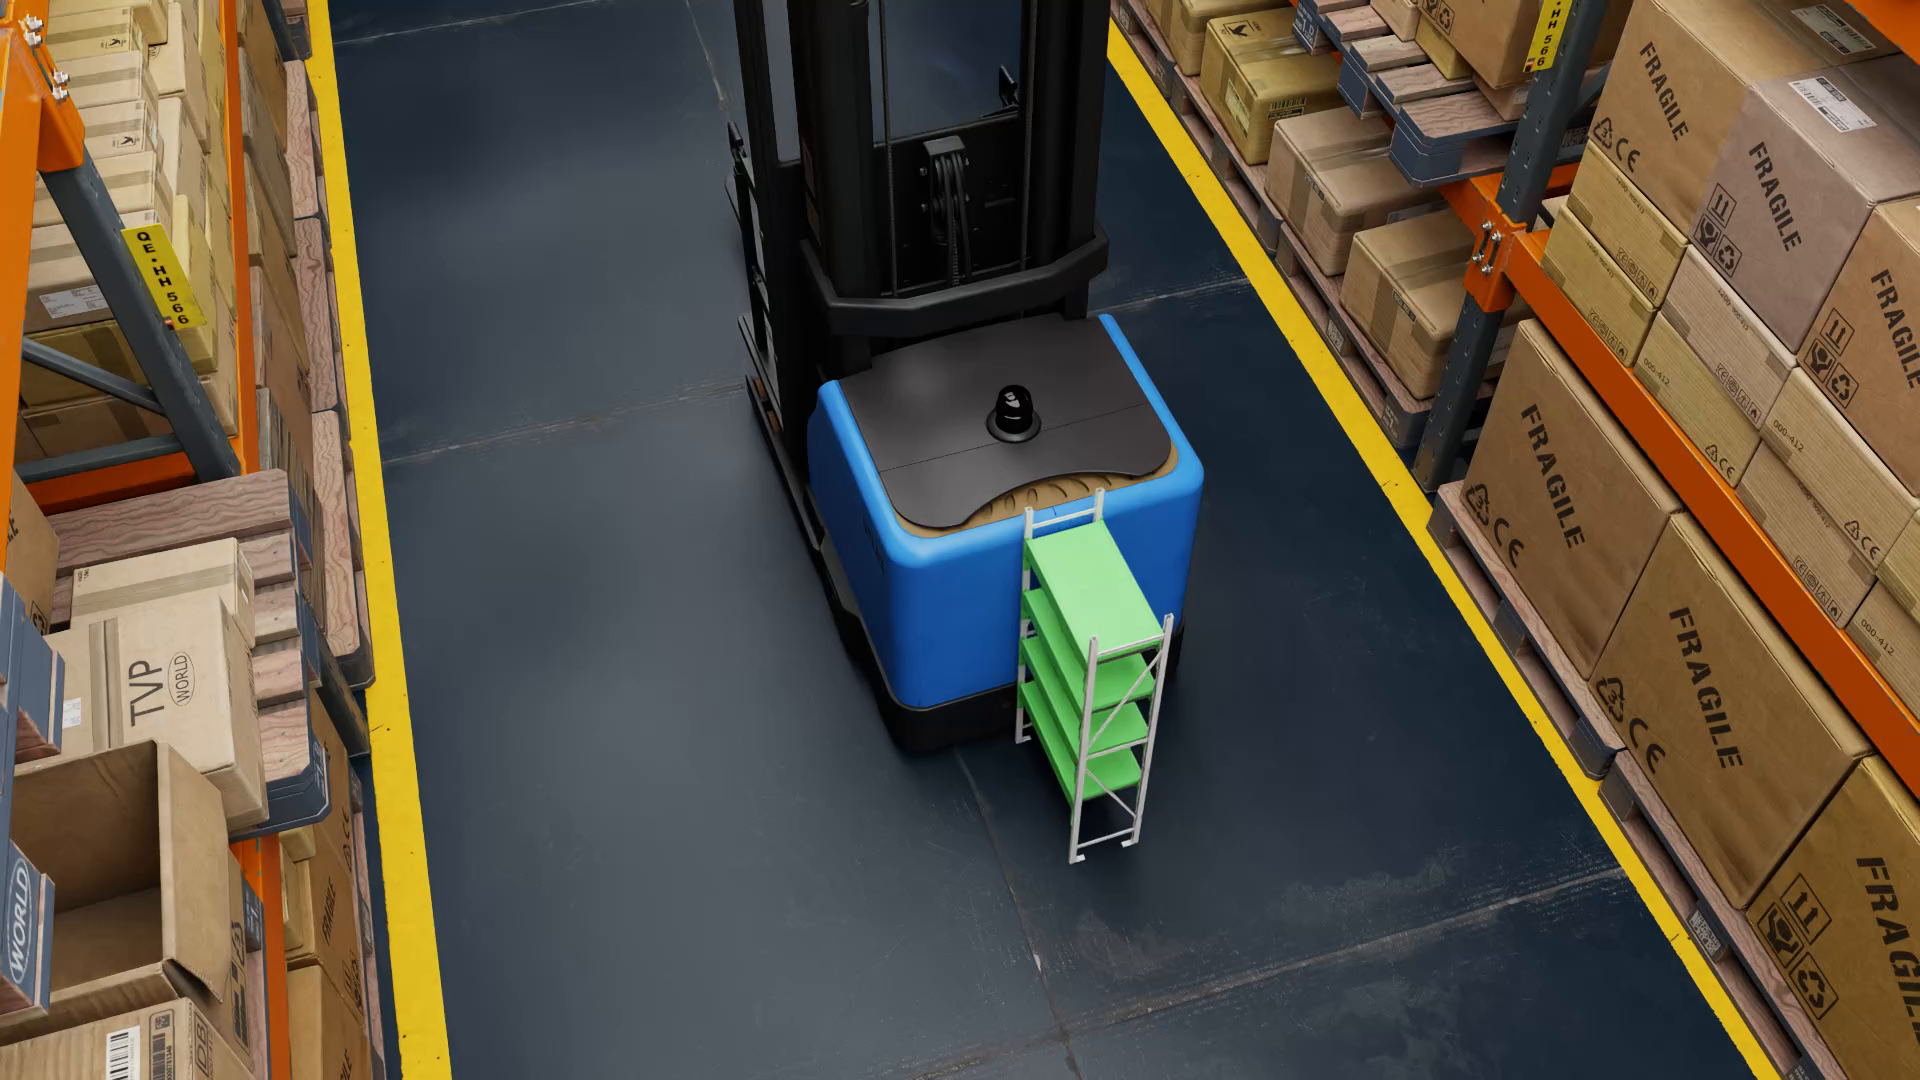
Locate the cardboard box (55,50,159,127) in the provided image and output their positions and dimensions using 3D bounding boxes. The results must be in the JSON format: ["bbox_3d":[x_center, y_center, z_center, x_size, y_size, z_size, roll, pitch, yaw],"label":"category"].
[{"bbox_3d":[-2.575,-1.277,4.875,0.380,0.149,0.250,-13,51,-11],"label":"cardboard box"}]

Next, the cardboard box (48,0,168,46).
[{"bbox_3d":[-2.697,-1.652,5.191,0.380,0.149,0.250,-12,51,-10],"label":"cardboard box"}]

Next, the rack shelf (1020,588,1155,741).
[{"bbox_3d":[0.383,0.333,4.953,0.258,0.148,0.480,-15,51,-12],"label":"rack shelf"}]

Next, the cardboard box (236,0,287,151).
[{"bbox_3d":[-3.510,-2.084,7.324,0.875,0.625,0.625,-11,51,-9],"label":"cardboard box"}]

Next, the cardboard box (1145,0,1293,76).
[{"bbox_3d":[1.439,-2.599,7.923,0.950,0.372,0.625,-10,51,-9],"label":"cardboard box"}]

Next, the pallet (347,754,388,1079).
[{"bbox_3d":[-2.307,1.281,5.032,1.003,0.211,1.213,-13,51,-11],"label":"pallet"}]

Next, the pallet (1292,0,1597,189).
[{"bbox_3d":[1.936,-1.731,5.873,1.213,0.211,1.003,-13,51,-11],"label":"pallet"}]

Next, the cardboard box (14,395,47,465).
[{"bbox_3d":[-2.869,-0.393,4.718,0.500,0.250,0.500,-14,51,-12],"label":"cardboard box"}]

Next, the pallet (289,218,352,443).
[{"bbox_3d":[-3.055,-0.772,6.763,1.003,0.211,1.213,-13,51,-11],"label":"pallet"}]

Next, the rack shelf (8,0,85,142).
[{"bbox_3d":[-3.083,-2.367,4.792,1.077,0.370,4.000,-13,51,-11],"label":"rack shelf"}]

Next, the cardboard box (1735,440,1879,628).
[{"bbox_3d":[2.471,-0.078,4.452,0.500,0.250,0.500,-12,51,-10],"label":"cardboard box"}]

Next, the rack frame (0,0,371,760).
[{"bbox_3d":[-2.492,-0.171,4.432,1.000,3.000,0.127,-13,51,-11],"label":"rack frame"}]

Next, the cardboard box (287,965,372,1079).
[{"bbox_3d":[-1.866,1.509,4.376,0.500,0.500,0.500,-11,51,-9],"label":"cardboard box"}]

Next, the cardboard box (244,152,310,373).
[{"bbox_3d":[-3.063,-0.967,6.382,0.875,0.625,0.625,-15,52,-12],"label":"cardboard box"}]

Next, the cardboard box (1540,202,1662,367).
[{"bbox_3d":[2.153,-0.834,5.089,0.500,0.250,0.500,-14,51,-12],"label":"cardboard box"}]

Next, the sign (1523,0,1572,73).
[{"bbox_3d":[1.733,-1.514,4.859,0.100,0.325,0.005,-13,51,-11],"label":"sign"}]

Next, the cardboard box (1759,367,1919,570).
[{"bbox_3d":[2.450,-0.239,4.260,0.500,0.250,0.500,-13,51,-11],"label":"cardboard box"}]

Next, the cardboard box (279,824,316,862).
[{"bbox_3d":[-1.994,0.786,4.562,0.380,0.149,0.250,-16,52,-13],"label":"cardboard box"}]

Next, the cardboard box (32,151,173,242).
[{"bbox_3d":[-2.385,-0.907,4.563,0.380,0.149,0.250,-12,51,-10],"label":"cardboard box"}]

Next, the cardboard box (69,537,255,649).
[{"bbox_3d":[-1.931,0.167,4.037,0.380,0.149,0.250,-12,51,-10],"label":"cardboard box"}]

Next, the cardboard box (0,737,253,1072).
[{"bbox_3d":[-1.833,0.811,3.263,0.797,0.503,0.637,-14,51,-12],"label":"cardboard box"}]

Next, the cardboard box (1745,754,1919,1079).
[{"bbox_3d":[2.897,1.082,4.491,0.875,0.875,0.875,-12,51,-10],"label":"cardboard box"}]

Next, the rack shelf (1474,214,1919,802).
[{"bbox_3d":[2.840,0.396,4.424,1.077,0.370,4.000,-13,51,-11],"label":"rack shelf"}]

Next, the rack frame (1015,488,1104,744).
[{"bbox_3d":[0.302,0.271,5.236,0.240,1.200,0.015,-15,51,-12],"label":"rack frame"}]

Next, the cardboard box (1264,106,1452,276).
[{"bbox_3d":[1.865,-1.537,7.028,0.950,0.372,0.625,-14,51,-12],"label":"cardboard box"}]

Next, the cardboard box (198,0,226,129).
[{"bbox_3d":[-2.845,-1.625,5.756,0.500,0.250,0.500,-12,51,-10],"label":"cardboard box"}]

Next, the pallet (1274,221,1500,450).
[{"bbox_3d":[2.019,-0.969,6.928,1.003,0.211,1.213,-13,51,-11],"label":"pallet"}]

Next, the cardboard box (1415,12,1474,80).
[{"bbox_3d":[1.778,-1.716,5.625,0.380,0.149,0.250,-13,51,-10],"label":"cardboard box"}]

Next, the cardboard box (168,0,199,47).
[{"bbox_3d":[-2.850,-1.783,5.562,0.500,0.250,0.500,-13,51,-10],"label":"cardboard box"}]

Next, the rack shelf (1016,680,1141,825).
[{"bbox_3d":[0.383,0.643,5.320,0.258,0.148,0.480,-15,51,-12],"label":"rack shelf"}]

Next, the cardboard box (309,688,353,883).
[{"bbox_3d":[-2.162,0.759,5.008,0.500,0.500,0.500,-12,51,-10],"label":"cardboard box"}]

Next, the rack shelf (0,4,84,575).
[{"bbox_3d":[-1.901,0.555,2.329,1.077,0.370,4.000,-13,51,-11],"label":"rack shelf"}]

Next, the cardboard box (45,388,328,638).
[{"bbox_3d":[-2.663,0.000,5.566,0.875,0.625,0.625,-12,51,-10],"label":"cardboard box"}]

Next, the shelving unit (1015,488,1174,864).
[{"bbox_3d":[0.383,0.447,5.088,0.258,1.200,0.503,-15,51,-12],"label":"shelving unit"}]

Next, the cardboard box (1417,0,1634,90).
[{"bbox_3d":[1.849,-1.829,5.295,0.500,0.500,0.500,-15,51,-12],"label":"cardboard box"}]

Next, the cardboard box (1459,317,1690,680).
[{"bbox_3d":[2.373,-0.223,5.592,0.875,0.875,0.875,-14,51,-11],"label":"cardboard box"}]

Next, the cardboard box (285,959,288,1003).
[{"bbox_3d":[-1.923,1.191,4.220,0.380,0.149,0.250,-12,51,-10],"label":"cardboard box"}]

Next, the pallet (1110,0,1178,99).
[{"bbox_3d":[1.297,-2.751,8.431,1.003,0.211,1.213,-13,51,-11],"label":"pallet"}]

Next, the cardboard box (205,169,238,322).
[{"bbox_3d":[-2.534,-0.871,5.120,0.500,0.250,0.500,-14,51,-12],"label":"cardboard box"}]

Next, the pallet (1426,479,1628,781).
[{"bbox_3d":[2.410,0.195,5.947,1.003,0.211,1.213,-13,51,-11],"label":"pallet"}]

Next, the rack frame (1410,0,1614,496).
[{"bbox_3d":[2.249,-1.296,5.381,1.000,3.000,0.127,-13,51,-11],"label":"rack frame"}]

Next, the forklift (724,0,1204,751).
[{"bbox_3d":[-0.208,-1.393,5.508,1.130,2.935,3.031,-15,52,-12],"label":"forklift"}]

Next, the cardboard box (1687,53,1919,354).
[{"bbox_3d":[2.317,-0.875,4.306,0.500,0.500,0.500,-13,51,-11],"label":"cardboard box"}]

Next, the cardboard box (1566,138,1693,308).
[{"bbox_3d":[2.162,-0.983,4.888,0.500,0.250,0.500,-14,51,-11],"label":"cardboard box"}]

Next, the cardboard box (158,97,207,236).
[{"bbox_3d":[-2.537,-1.029,4.927,0.500,0.250,0.500,-12,51,-10],"label":"cardboard box"}]

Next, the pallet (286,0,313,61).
[{"bbox_3d":[-3.870,-2.784,8.459,1.003,0.211,1.213,-13,51,-11],"label":"pallet"}]
